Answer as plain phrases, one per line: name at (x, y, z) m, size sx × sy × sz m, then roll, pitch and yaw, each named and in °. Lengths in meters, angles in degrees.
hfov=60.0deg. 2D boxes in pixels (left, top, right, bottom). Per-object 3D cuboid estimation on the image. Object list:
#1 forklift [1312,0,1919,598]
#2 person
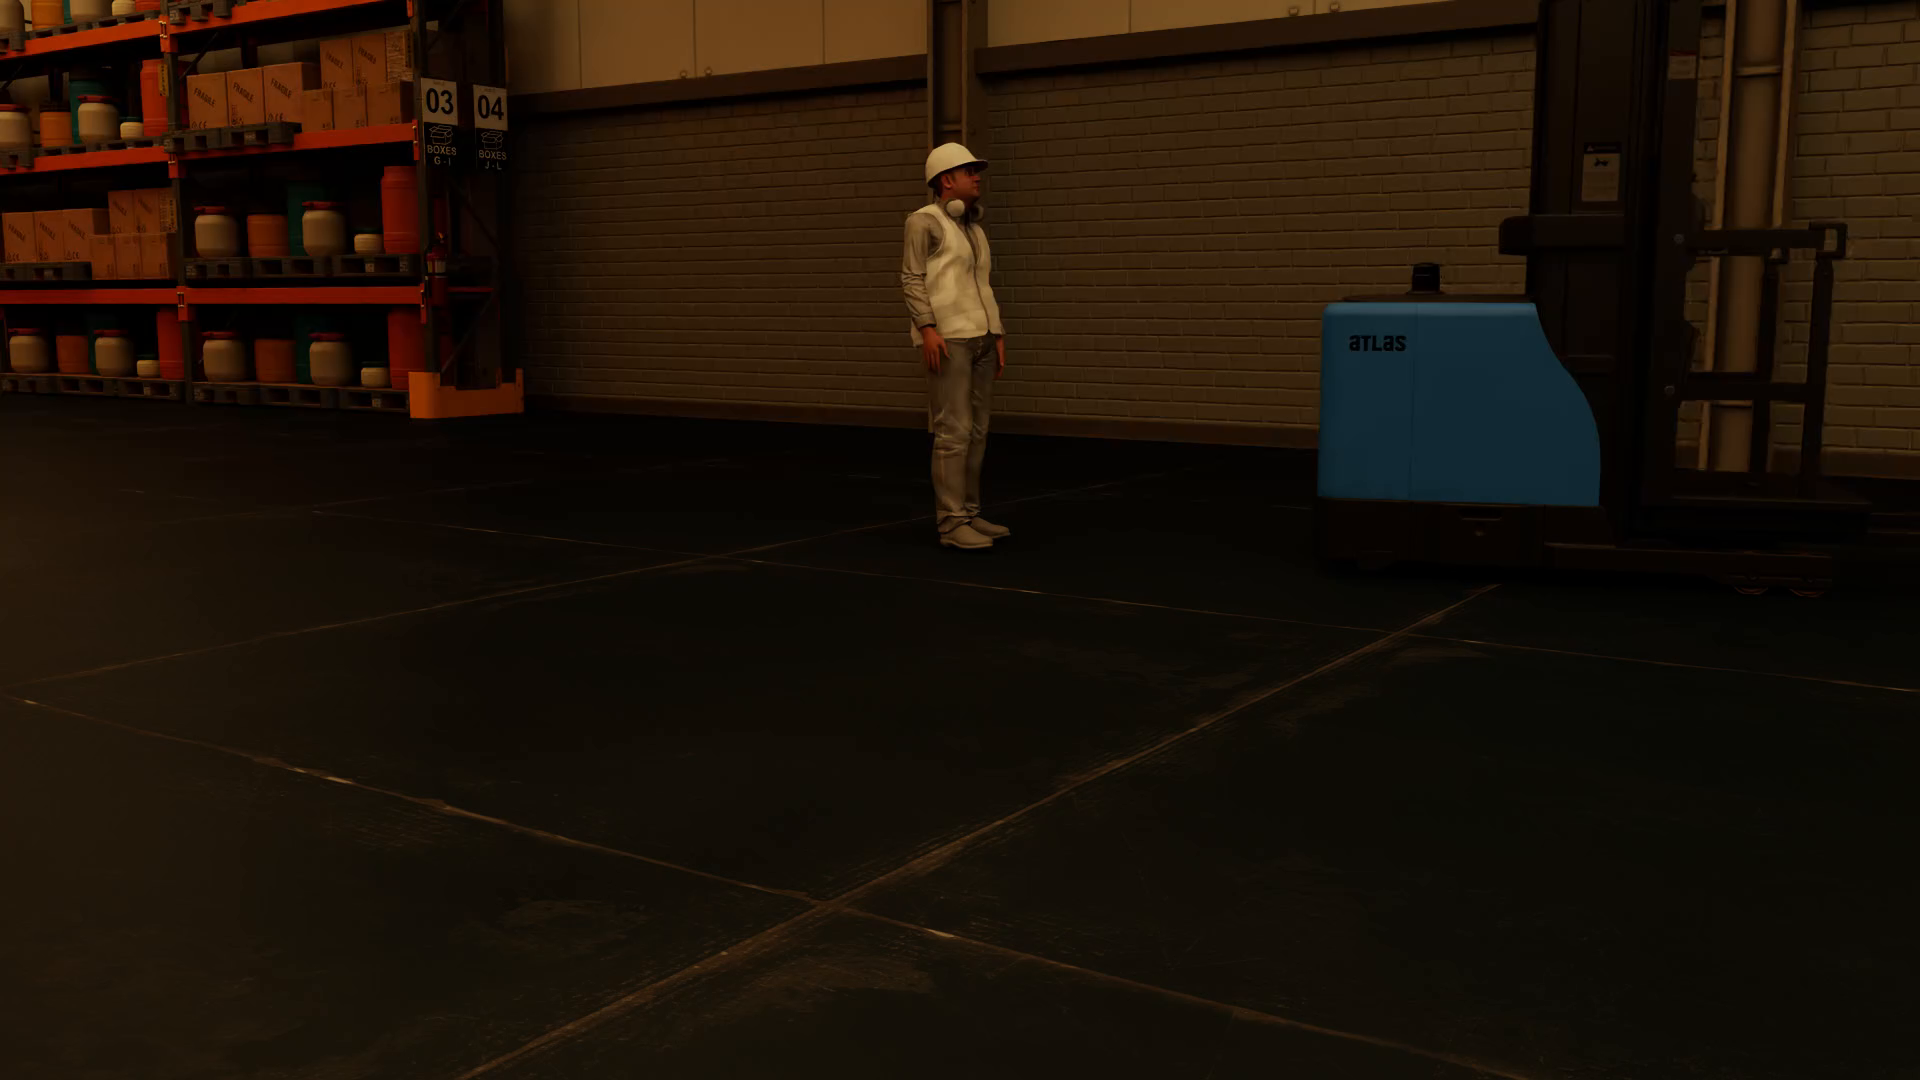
forklift at (2.987, -1.321, 6.483) m, size 3.031 × 2.935 × 1.130 m, roll 2°, pitch 8°, yaw 16°
person at (0.047, -0.880, 7.437) m, size 0.568 × 1.773 × 0.632 m, roll 5°, pitch 10°, yaw 34°
